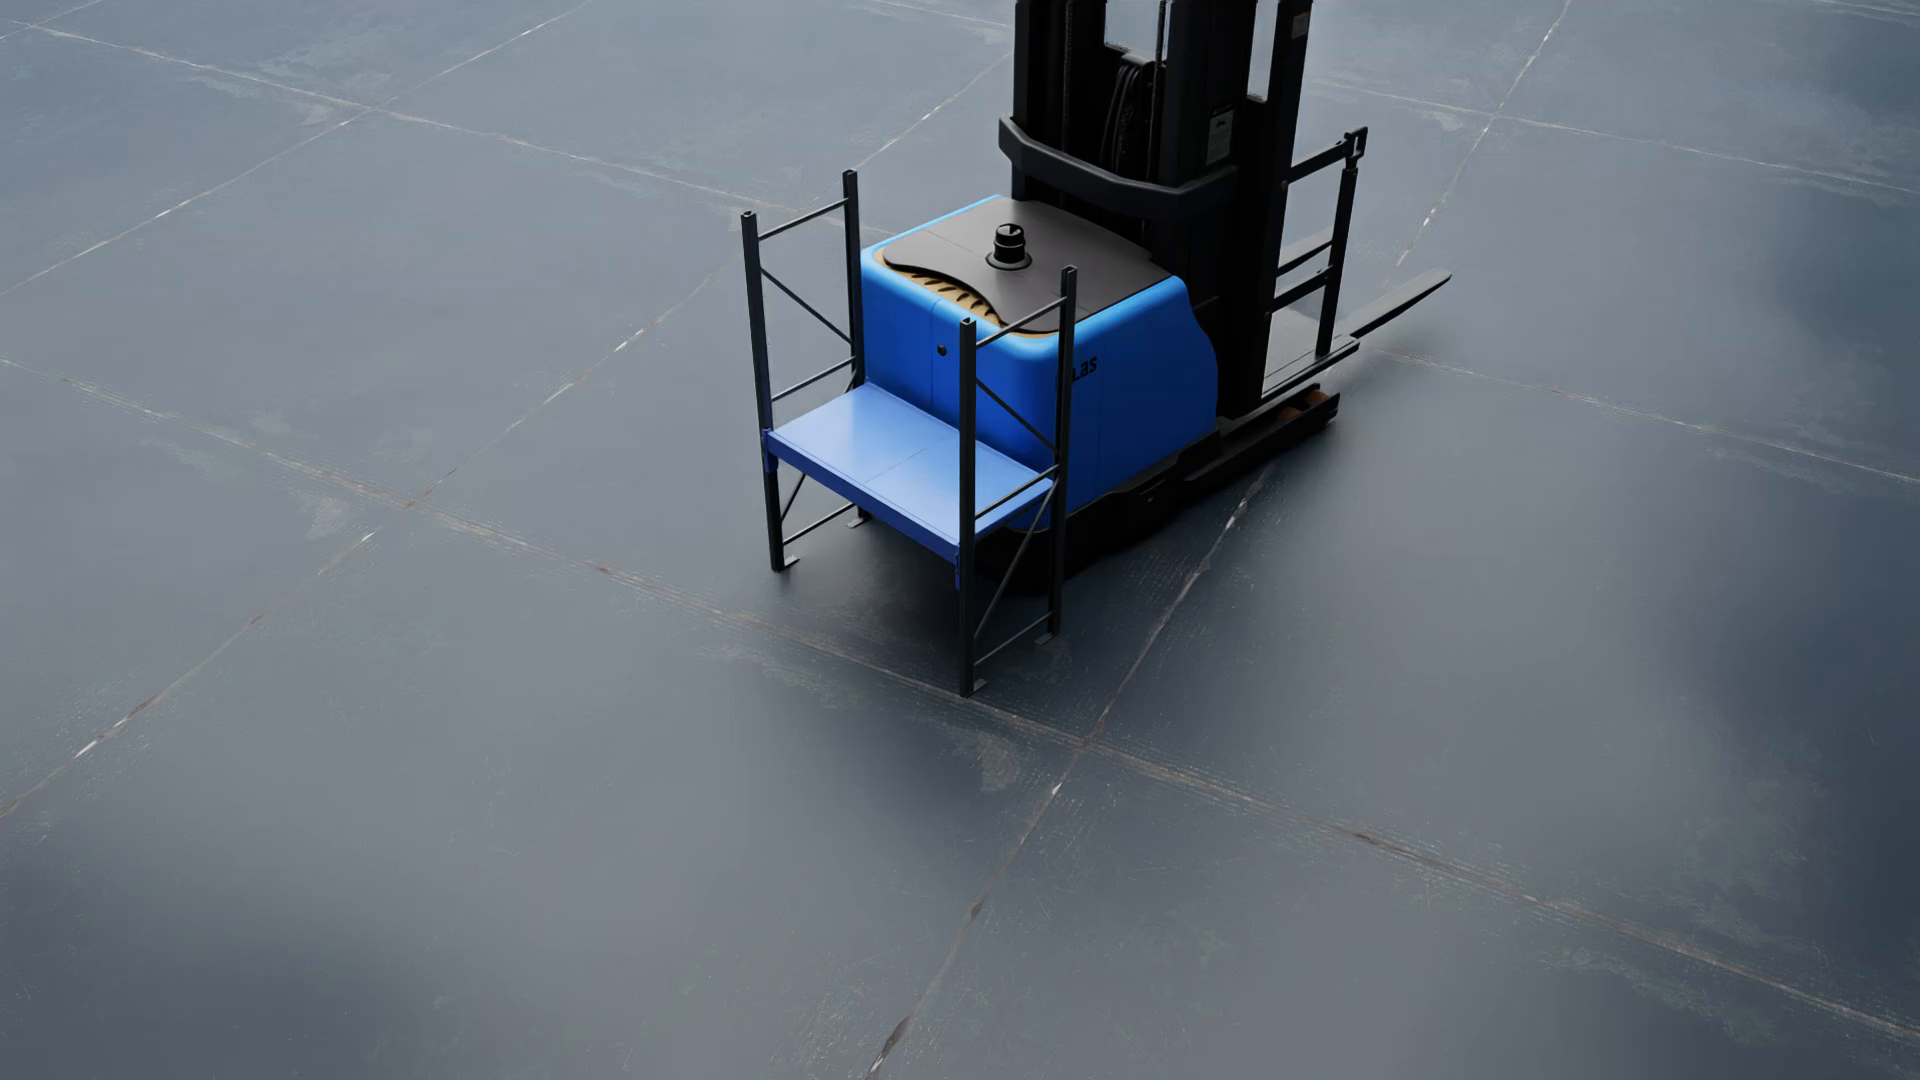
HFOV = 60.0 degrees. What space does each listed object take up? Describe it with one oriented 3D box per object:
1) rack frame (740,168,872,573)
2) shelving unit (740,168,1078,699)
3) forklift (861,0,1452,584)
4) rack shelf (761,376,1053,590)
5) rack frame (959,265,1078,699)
[{"bbox_3d":[-0.542,-0.585,6.097,0.032,1.500,0.500,31,47,34],"label":"rack frame"},{"bbox_3d":[-0.179,-0.369,5.813,1.048,1.500,0.538,31,47,34],"label":"shelving unit"},{"bbox_3d":[0.996,-1.774,6.481,3.031,2.935,1.130,-29,46,-33],"label":"forklift"},{"bbox_3d":[-0.179,-0.226,5.922,1.000,0.185,0.538,31,47,34],"label":"rack shelf"},{"bbox_3d":[0.183,-0.154,5.530,0.032,1.500,0.500,31,47,34],"label":"rack frame"}]
